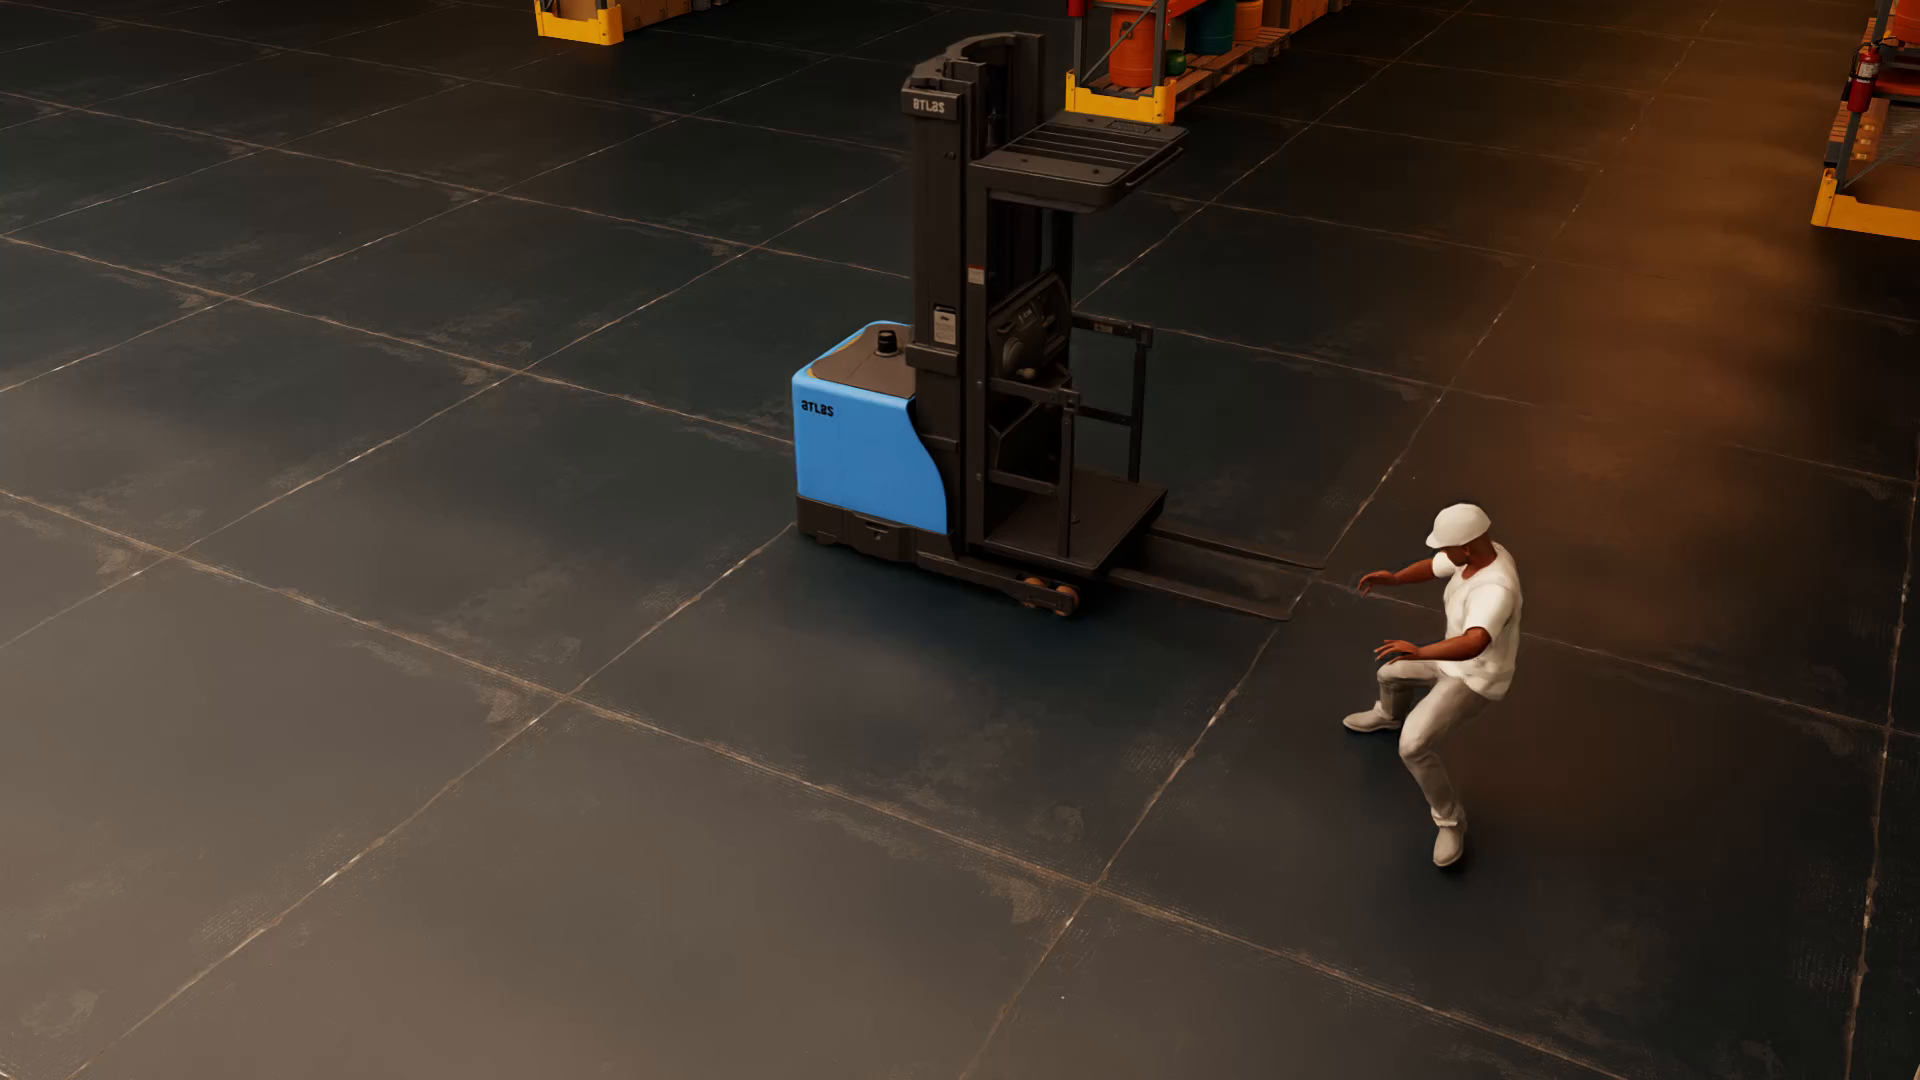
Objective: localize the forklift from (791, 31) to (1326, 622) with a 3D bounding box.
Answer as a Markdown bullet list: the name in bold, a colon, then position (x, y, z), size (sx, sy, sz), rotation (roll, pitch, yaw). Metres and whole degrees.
- **forklift**: position (0.563, -1.148, 9.060), size (3.031, 2.935, 1.130), rotation (15, 33, 24)

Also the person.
- **person**: position (2.144, 0.539, 7.541), size (0.710, 1.532, 1.181), rotation (5, 30, 9)
